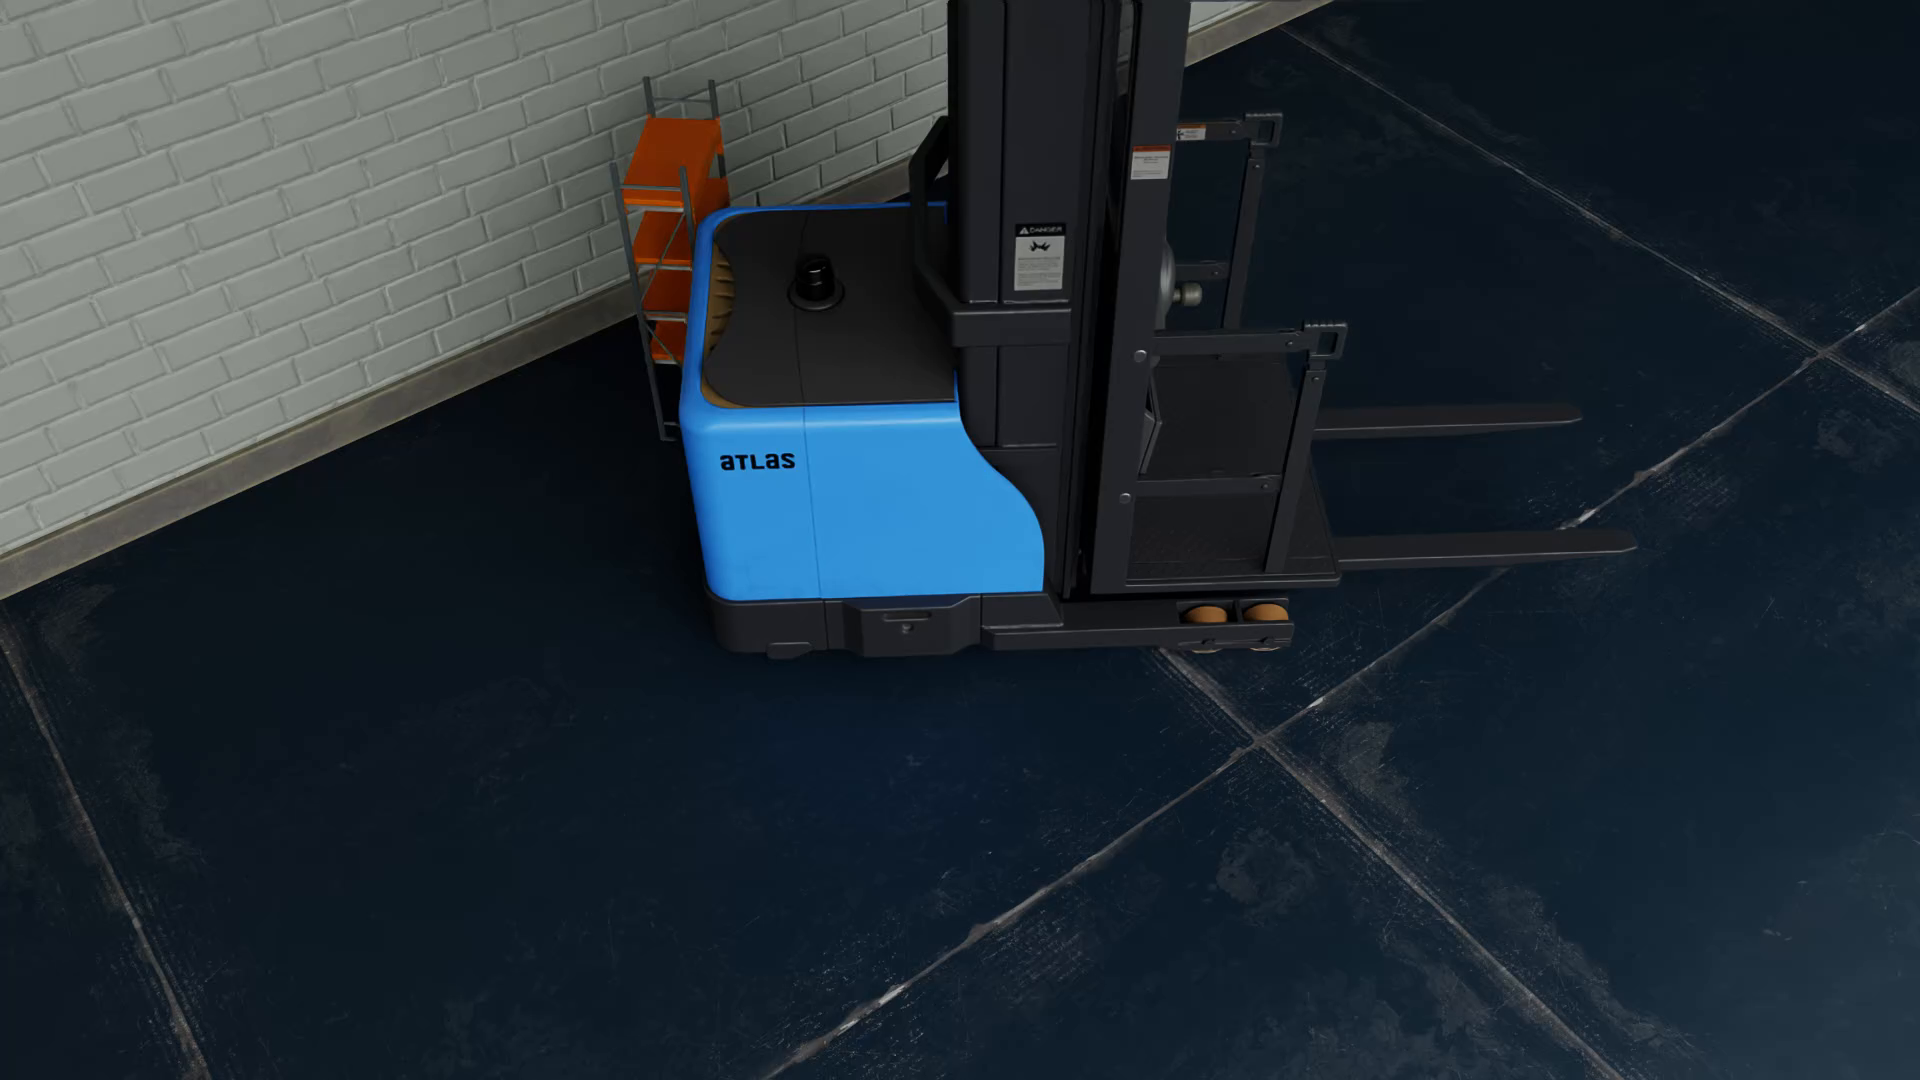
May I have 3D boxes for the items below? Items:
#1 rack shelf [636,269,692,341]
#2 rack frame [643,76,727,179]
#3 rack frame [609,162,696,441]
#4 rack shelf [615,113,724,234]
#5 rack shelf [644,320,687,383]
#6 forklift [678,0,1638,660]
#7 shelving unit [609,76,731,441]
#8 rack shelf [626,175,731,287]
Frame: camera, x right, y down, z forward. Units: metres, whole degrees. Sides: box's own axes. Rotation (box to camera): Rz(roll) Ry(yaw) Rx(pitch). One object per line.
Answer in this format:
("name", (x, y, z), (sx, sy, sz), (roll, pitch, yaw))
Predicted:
("rack shelf", (-0.954, -0.900, 5.847), (0.258, 0.148, 0.480), (4, 48, 3))
("rack frame", (-0.933, -1.126, 5.960), (0.240, 1.200, 0.015), (4, 48, 3))
("rack frame", (-0.975, -0.765, 5.634), (0.240, 1.200, 0.015), (4, 48, 3))
("rack shelf", (-0.954, -1.209, 5.506), (0.258, 0.148, 0.480), (4, 48, 3))
("rack shelf", (-0.953, -0.767, 5.994), (0.258, 0.148, 0.480), (4, 48, 3))
("forklift", (0.688, -1.009, 4.686), (3.031, 2.935, 1.130), (-2, 48, -2))
("shelving unit", (-0.954, -0.945, 5.797), (0.258, 1.200, 0.503), (4, 48, 3))
("rack shelf", (-0.954, -1.051, 5.681), (0.258, 0.148, 0.480), (4, 48, 3))
